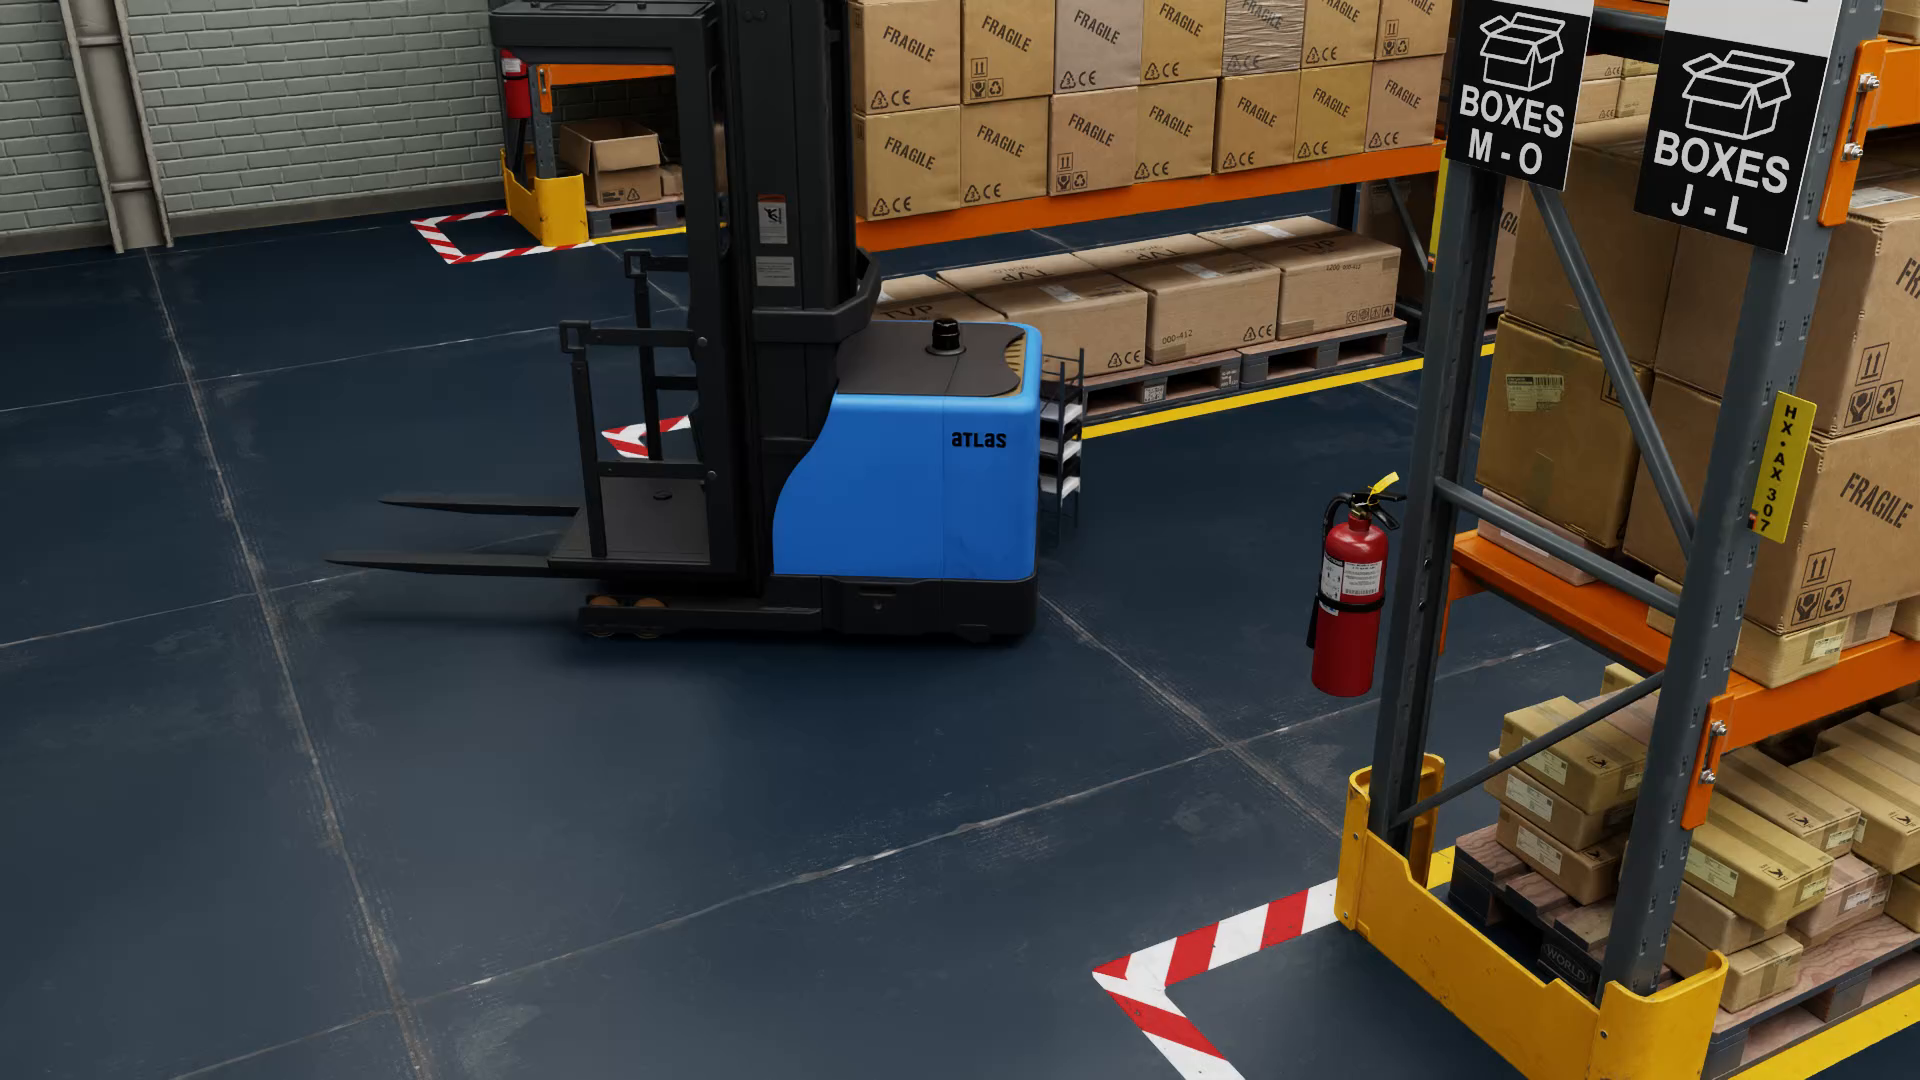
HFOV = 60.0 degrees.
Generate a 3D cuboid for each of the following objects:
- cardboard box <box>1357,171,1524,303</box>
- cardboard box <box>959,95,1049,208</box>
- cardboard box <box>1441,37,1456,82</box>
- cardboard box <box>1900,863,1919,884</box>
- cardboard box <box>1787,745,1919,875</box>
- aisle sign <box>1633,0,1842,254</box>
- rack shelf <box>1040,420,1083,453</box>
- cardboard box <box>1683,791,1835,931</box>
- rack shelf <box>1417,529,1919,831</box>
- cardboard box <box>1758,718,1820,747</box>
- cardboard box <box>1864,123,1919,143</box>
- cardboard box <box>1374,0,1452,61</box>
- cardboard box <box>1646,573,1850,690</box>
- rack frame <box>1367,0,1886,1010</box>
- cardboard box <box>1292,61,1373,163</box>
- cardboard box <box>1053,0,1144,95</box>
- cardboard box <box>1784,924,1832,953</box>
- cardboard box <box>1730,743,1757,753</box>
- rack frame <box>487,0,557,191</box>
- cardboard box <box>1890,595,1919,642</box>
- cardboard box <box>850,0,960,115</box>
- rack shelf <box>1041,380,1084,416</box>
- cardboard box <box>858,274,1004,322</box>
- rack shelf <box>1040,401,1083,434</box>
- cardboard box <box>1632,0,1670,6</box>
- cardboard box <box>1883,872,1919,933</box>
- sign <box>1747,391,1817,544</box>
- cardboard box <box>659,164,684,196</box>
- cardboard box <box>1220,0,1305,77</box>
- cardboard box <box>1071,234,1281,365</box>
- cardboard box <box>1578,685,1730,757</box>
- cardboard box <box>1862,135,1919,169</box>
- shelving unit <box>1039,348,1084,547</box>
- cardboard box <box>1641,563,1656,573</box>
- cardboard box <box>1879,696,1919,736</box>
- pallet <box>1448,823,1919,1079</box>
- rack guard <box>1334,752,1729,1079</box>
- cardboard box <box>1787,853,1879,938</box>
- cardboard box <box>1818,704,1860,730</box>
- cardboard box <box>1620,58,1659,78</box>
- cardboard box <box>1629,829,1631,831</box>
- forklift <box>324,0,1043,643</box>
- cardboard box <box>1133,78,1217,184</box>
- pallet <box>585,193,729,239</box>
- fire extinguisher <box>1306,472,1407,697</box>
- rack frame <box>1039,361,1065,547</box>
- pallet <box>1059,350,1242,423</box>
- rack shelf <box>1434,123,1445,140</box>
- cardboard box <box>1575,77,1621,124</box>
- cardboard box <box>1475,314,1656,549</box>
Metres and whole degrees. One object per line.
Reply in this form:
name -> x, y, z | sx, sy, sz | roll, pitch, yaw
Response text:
cardboard box -> 3.145, -2.047, 10.517 | 0.875, 0.875, 0.875 | -12, 28, -24
cardboard box -> 0.098, -1.991, 8.315 | 0.500, 0.500, 0.500 | -13, 29, -26
cardboard box -> 3.156, -2.798, 9.708 | 0.500, 0.250, 0.500 | -14, 29, -27
cardboard box -> 2.827, 0.851, 4.978 | 0.250, 0.149, 0.380 | -12, 28, -24
cardboard box -> 2.616, 0.772, 4.797 | 0.250, 0.149, 0.380 | -13, 29, -25
aisle sign -> 1.601, -1.016, 3.398 | 0.004, 0.787, 0.394 | -13, 29, -25
rack shelf -> 0.402, -0.489, 7.597 | 0.258, 0.077, 0.200 | 13, 29, 25
cardboard box -> 2.146, 0.877, 4.579 | 0.250, 0.149, 0.380 | -14, 29, -27
rack shelf -> 3.289, -0.057, 5.234 | 4.000, 0.370, 1.077 | -13, 29, -25
cardboard box -> 2.548, 0.490, 5.385 | 0.250, 0.149, 0.380 | -14, 29, -27
cardboard box -> 2.258, -0.895, 4.534 | 0.500, 0.500, 0.500 | -14, 29, -27
cardboard box -> 2.349, -2.953, 9.163 | 0.500, 0.500, 0.500 | -13, 29, -26
cardboard box -> 1.964, 0.199, 4.161 | 0.250, 0.149, 0.380 | -13, 29, -26
rack frame -> 1.524, 0.026, 4.230 | 0.127, 3.000, 1.000 | -13, 29, -25
cardboard box -> 1.895, -2.404, 9.177 | 0.500, 0.500, 0.500 | -14, 29, -26
cardboard box -> 0.567, -2.544, 8.313 | 0.500, 0.500, 0.500 | -13, 29, -25
cardboard box -> 2.330, 1.053, 4.900 | 0.250, 0.149, 0.380 | -13, 29, -25
cardboard box -> 2.313, 0.665, 5.364 | 0.250, 0.149, 0.380 | -14, 29, -27
rack frame -> -3.233, -3.739, 12.071 | 0.127, 3.000, 1.000 | -13, 29, -25
cardboard box -> 2.432, 0.097, 4.373 | 0.250, 0.149, 0.380 | -14, 29, -27
cardboard box -> -0.337, -2.328, 7.863 | 0.500, 0.500, 0.500 | -14, 29, -26
rack shelf -> 0.402, -0.651, 7.519 | 0.258, 0.077, 0.200 | 13, 29, 25
cardboard box -> -0.359, -1.051, 8.948 | 0.875, 0.438, 0.875 | -14, 29, -27
rack shelf -> 0.402, -0.570, 7.558 | 0.258, 0.077, 0.200 | 13, 29, 25
cardboard box -> 1.801, -1.452, 4.016 | 0.500, 0.250, 0.500 | -14, 29, -26
cardboard box -> 2.823, 0.990, 5.032 | 0.250, 0.149, 0.380 | -13, 28, -24
sign -> 1.780, -0.157, 3.611 | 0.005, 0.325, 0.100 | -13, 29, -25
cardboard box -> -2.256, -2.803, 12.931 | 0.250, 0.149, 0.380 | -14, 29, -27
cardboard box -> 1.453, -2.745, 8.731 | 0.500, 0.500, 0.500 | -13, 28, -24
cardboard box -> 1.241, -1.423, 9.724 | 0.875, 0.438, 0.875 | -14, 29, -27
cardboard box -> 2.121, 0.620, 5.114 | 0.250, 0.149, 0.380 | -12, 28, -24
cardboard box -> 2.488, -0.699, 4.126 | 0.500, 0.500, 0.500 | -12, 28, -24
shelving unit -> 0.402, -0.438, 7.622 | 0.258, 0.900, 0.210 | 13, 29, 25
cardboard box -> 1.916, -0.071, 4.723 | 0.250, 0.149, 0.380 | -13, 29, -25
cardboard box -> 3.045, 0.637, 5.078 | 0.250, 0.149, 0.380 | -12, 28, -23
pallet -> 2.325, 1.116, 5.182 | 1.213, 0.211, 1.003 | -13, 29, -25
rack guard -> 1.591, 1.138, 4.803 | 0.348, 0.500, 1.175 | -13, 29, -25
cardboard box -> 2.376, 0.945, 4.781 | 0.250, 0.149, 0.380 | -13, 29, -25
cardboard box -> 2.764, 0.555, 5.594 | 0.250, 0.149, 0.380 | -13, 28, -24
cardboard box -> 4.061, -3.008, 10.144 | 0.500, 0.250, 0.500 | -13, 28, -24
cardboard box -> 2.070, 0.844, 5.335 | 0.250, 0.149, 0.380 | -12, 28, -24
forklift -> -1.172, -1.137, 6.732 | 3.031, 2.935, 1.130 | 2, 26, 3
cardboard box -> 0.989, -2.196, 8.742 | 0.500, 0.500, 0.500 | -12, 28, -23
pallet -> -2.463, -2.660, 13.046 | 1.213, 0.211, 1.003 | -13, 29, -25
fire extinguisher -> 1.085, 0.104, 4.588 | 0.183, 0.674, 0.296 | -13, 29, -25
rack frame -> 0.355, -0.399, 7.541 | 0.240, 0.900, 0.006 | 13, 29, 25
pallet -> 0.850, -1.026, 9.643 | 1.213, 0.211, 1.003 | -13, 29, -25
rack shelf -> 4.400, -2.741, 10.825 | 4.000, 0.370, 1.077 | -13, 29, -25
cardboard box -> 3.604, -2.686, 10.051 | 0.500, 0.250, 0.500 | -14, 29, -26
cardboard box -> 1.800, -0.343, 4.539 | 0.500, 0.500, 0.500 | -12, 28, -24
